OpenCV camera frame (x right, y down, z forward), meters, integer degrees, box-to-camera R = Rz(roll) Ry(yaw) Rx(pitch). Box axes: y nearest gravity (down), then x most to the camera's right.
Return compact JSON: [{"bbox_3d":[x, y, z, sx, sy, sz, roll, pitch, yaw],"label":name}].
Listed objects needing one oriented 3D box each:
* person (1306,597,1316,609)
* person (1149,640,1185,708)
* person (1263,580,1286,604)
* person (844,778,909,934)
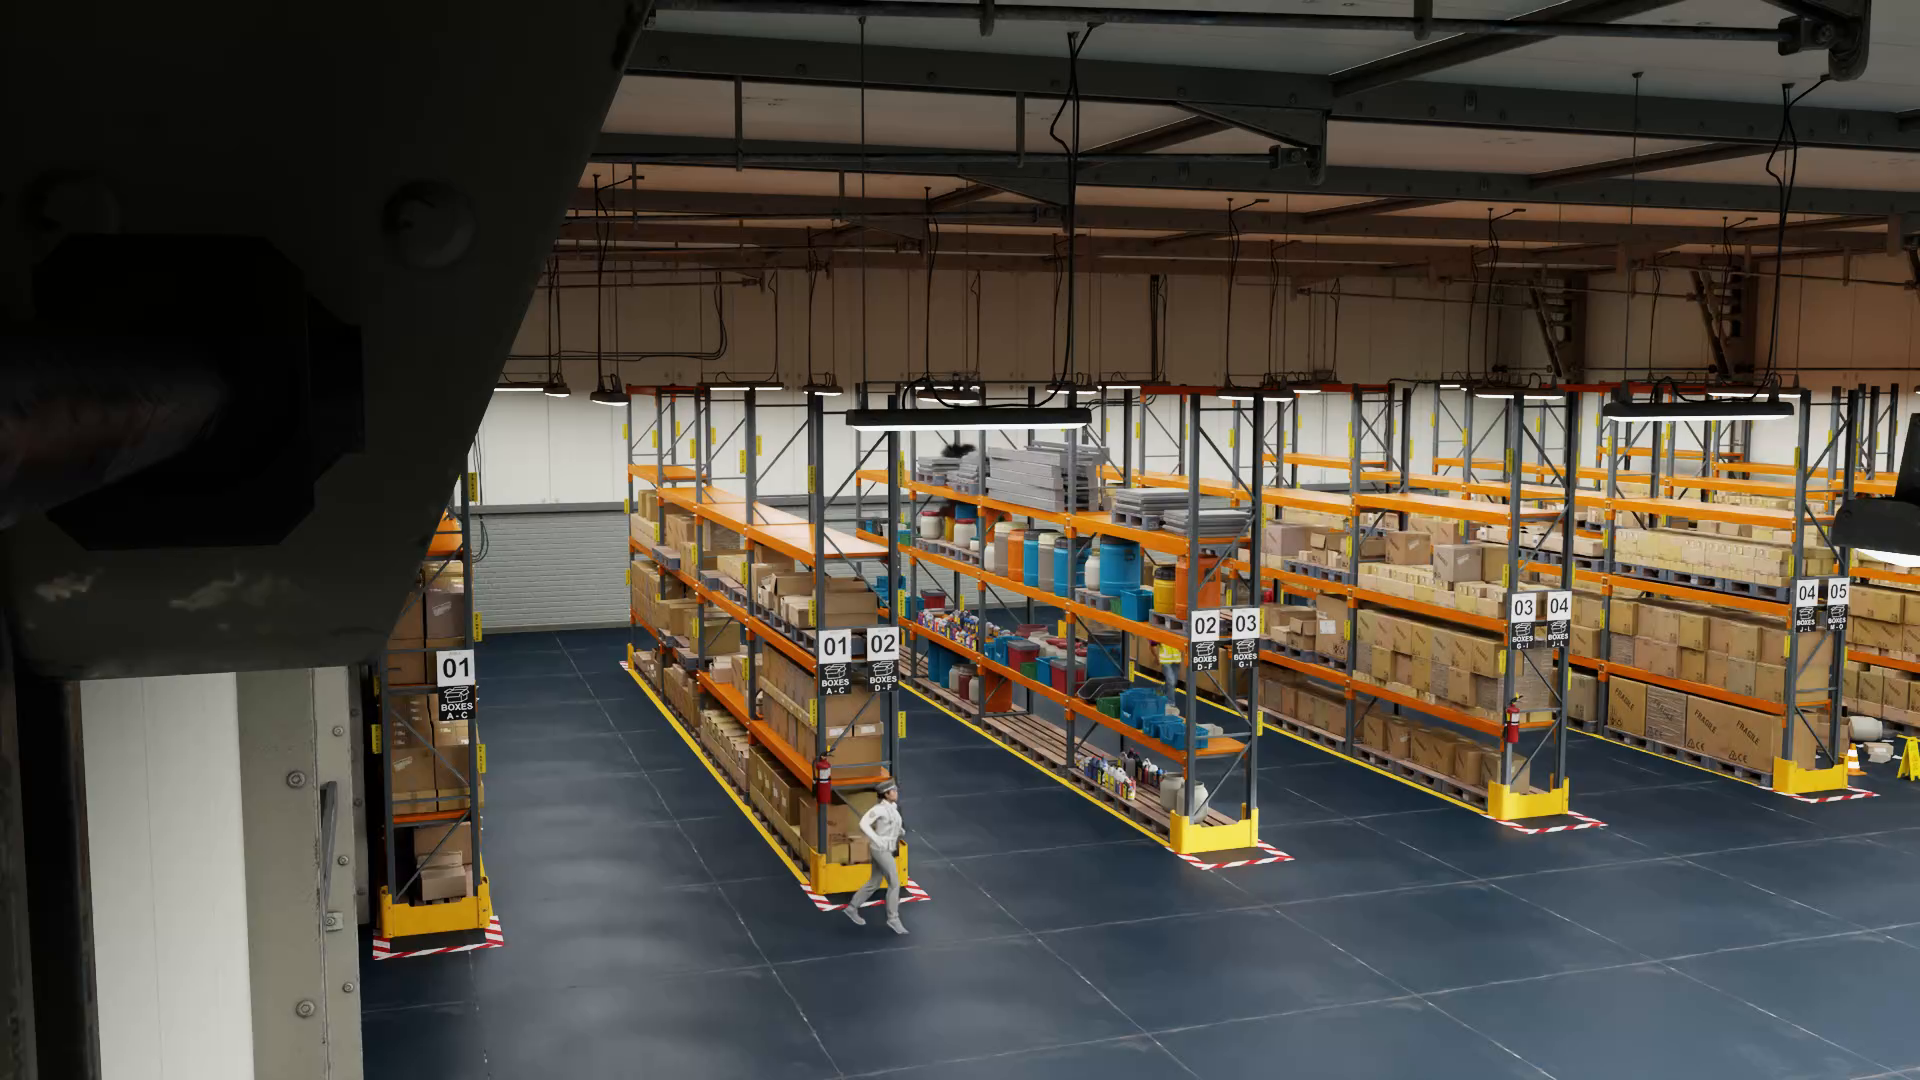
[{"bbox_3d":[8.694,1.292,41.057,0.638,1.671,0.852,-4,7,-35],"label":"person"},{"bbox_3d":[3.885,2.285,30.813,0.689,1.766,0.852,-2,6,-16],"label":"person"},{"bbox_3d":[6.893,1.729,36.528,0.643,1.817,0.884,-2,6,-19],"label":"person"},{"bbox_3d":[-0.918,3.569,18.913,0.777,1.721,0.606,1,6,10],"label":"person"}]
